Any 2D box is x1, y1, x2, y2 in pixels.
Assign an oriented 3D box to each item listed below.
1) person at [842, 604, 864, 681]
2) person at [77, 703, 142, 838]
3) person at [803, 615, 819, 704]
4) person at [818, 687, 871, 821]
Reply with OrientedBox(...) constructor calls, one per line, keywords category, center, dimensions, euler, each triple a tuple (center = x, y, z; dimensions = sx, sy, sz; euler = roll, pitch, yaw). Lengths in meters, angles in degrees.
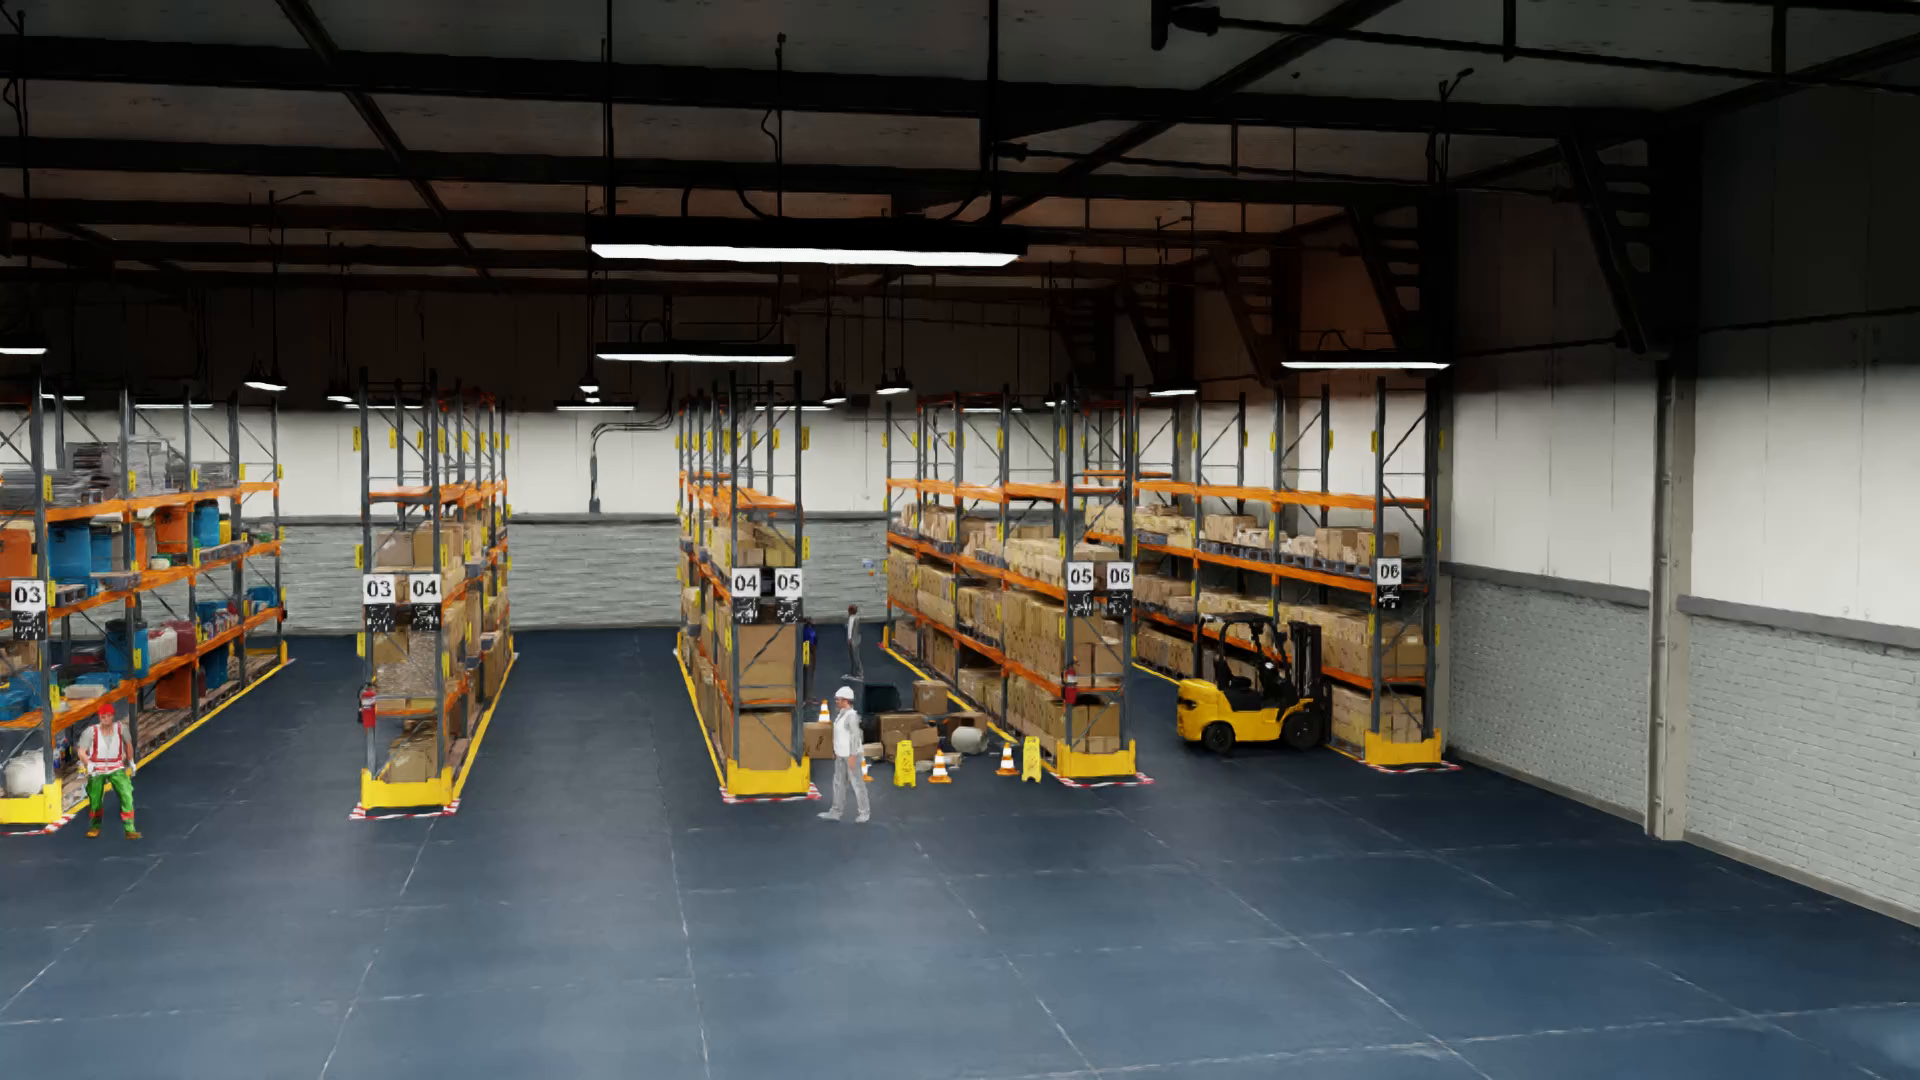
OrientedBox(category="person", center=(-2.240, 2.128, 34.698), dimensions=(0.532, 1.588, 0.535), euler=(1, 3, 12))
OrientedBox(category="person", center=(-10.695, 2.887, 20.871), dimensions=(0.675, 1.718, 0.808), euler=(-2, 4, -31))
OrientedBox(category="person", center=(-2.877, 2.267, 31.781), dimensions=(0.437, 1.667, 0.553), euler=(-3, 4, -39))
OrientedBox(category="person", center=(-1.519, 2.813, 21.908), dimensions=(0.619, 1.773, 0.642), euler=(-2, 4, -25))
